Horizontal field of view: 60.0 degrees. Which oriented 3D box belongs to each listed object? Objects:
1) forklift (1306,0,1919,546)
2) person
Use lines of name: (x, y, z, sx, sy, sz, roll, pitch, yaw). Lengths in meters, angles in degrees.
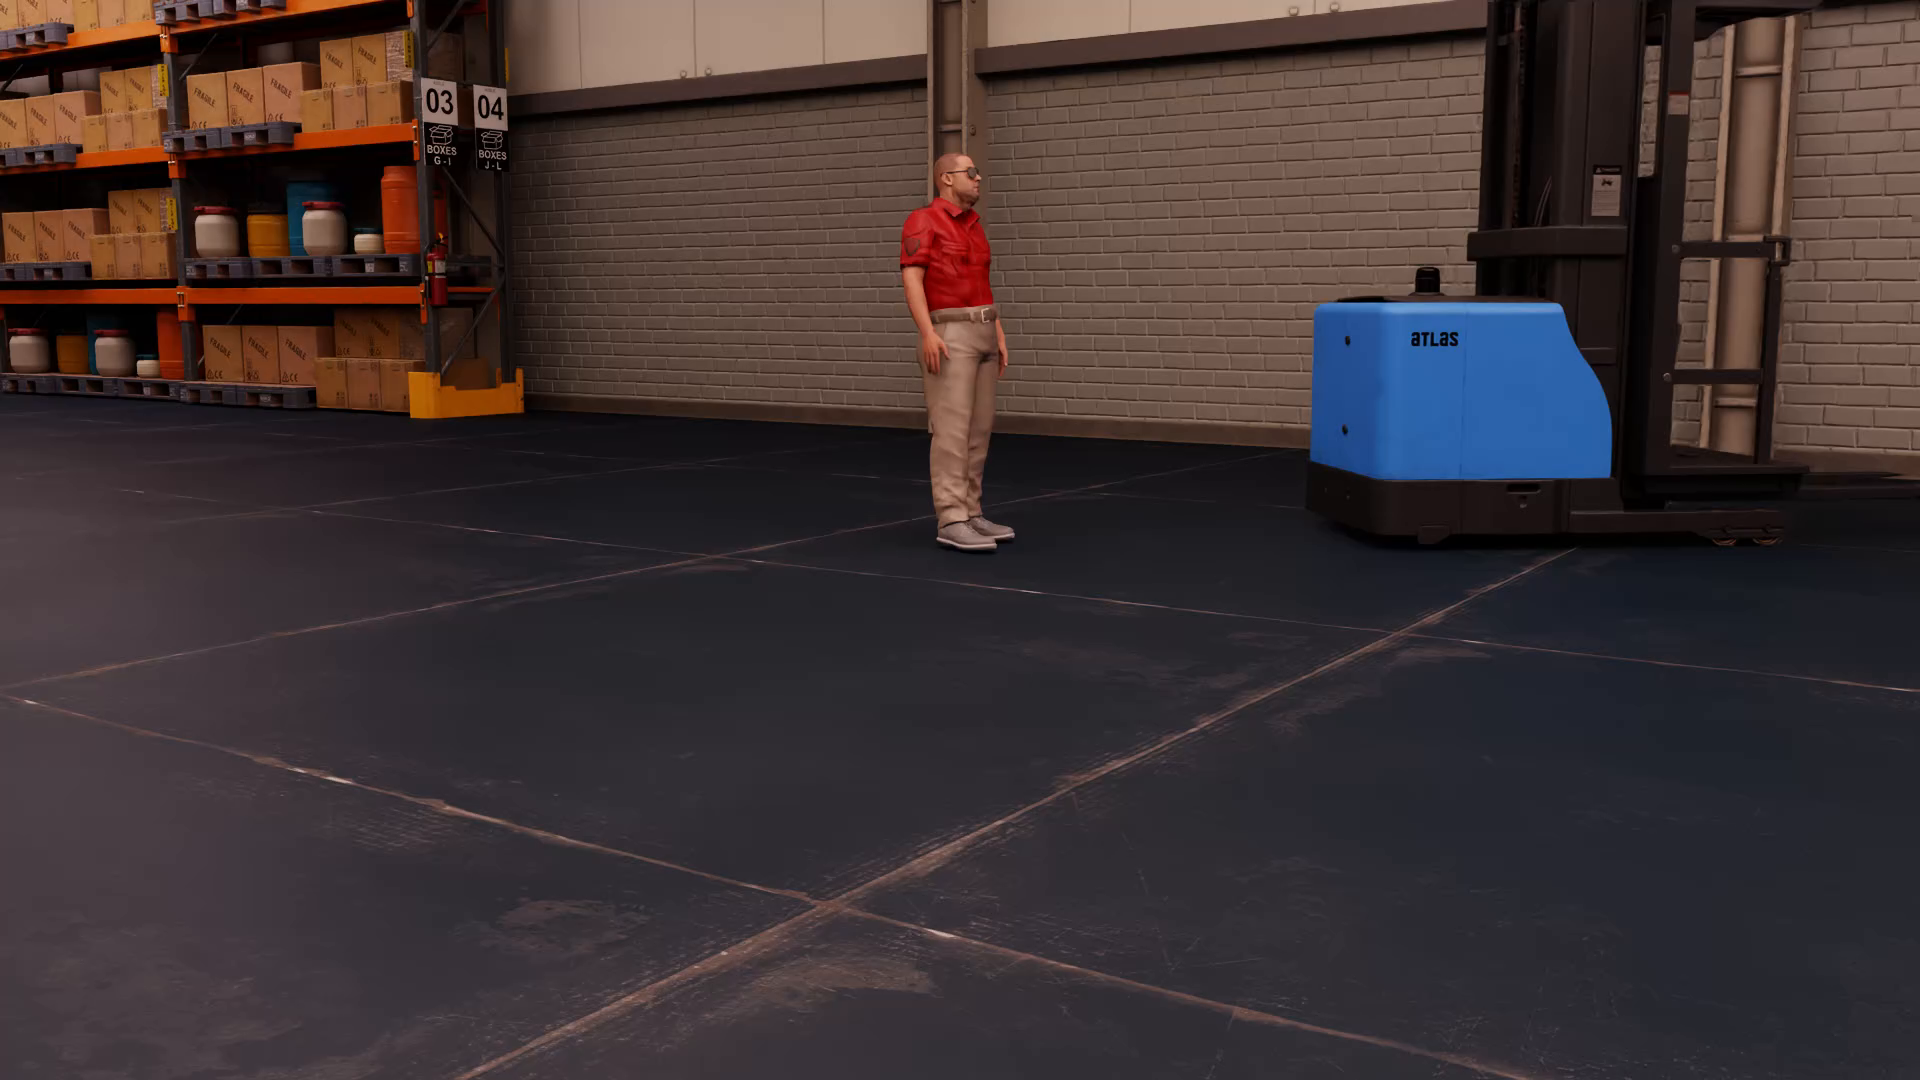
forklift: (3.251, -1.496, 7.711, 3.031, 2.935, 1.130, -1, 8, -7)
person: (0.068, -0.855, 7.422, 0.550, 1.727, 0.642, 5, 10, 34)
